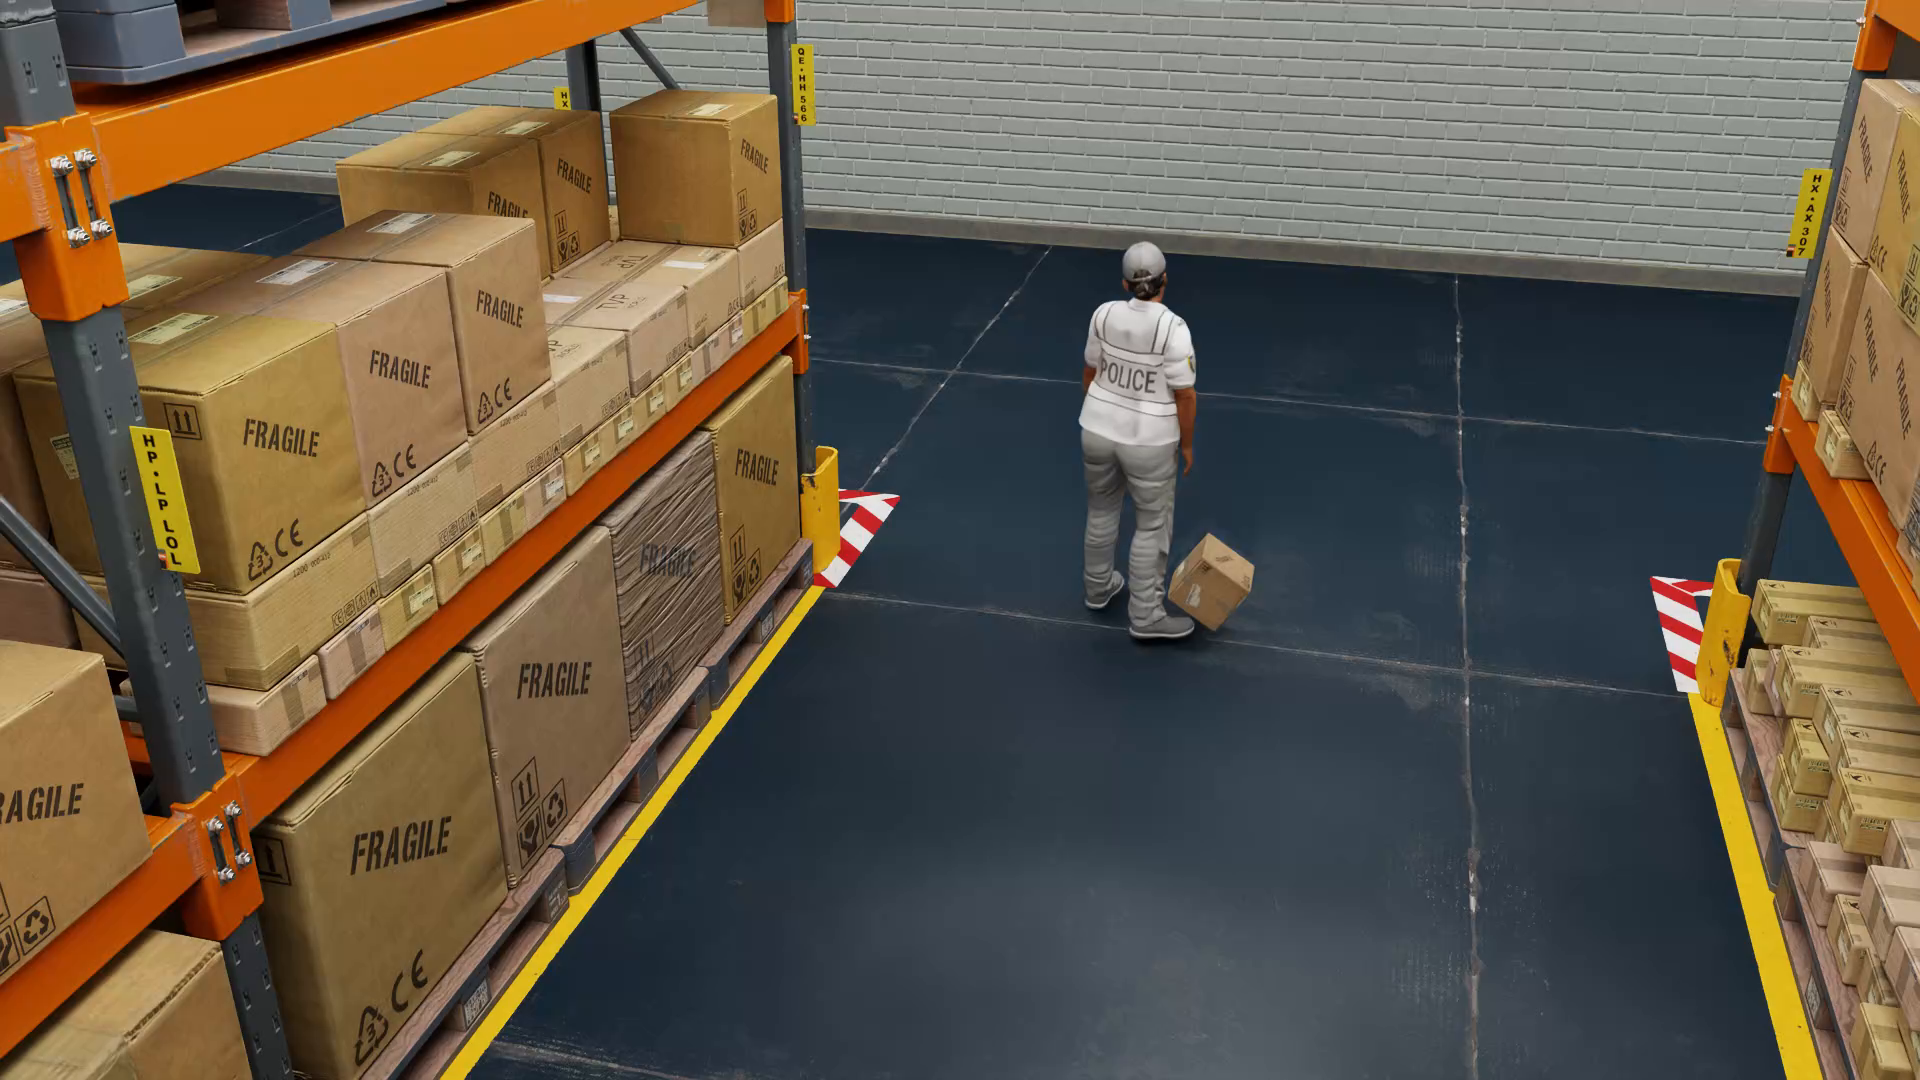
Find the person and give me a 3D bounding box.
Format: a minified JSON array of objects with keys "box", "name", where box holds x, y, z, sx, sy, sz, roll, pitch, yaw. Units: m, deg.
[{"box":[0.754,-0.415,6.927,0.578,1.673,0.445,17,30,31],"name":"person"}]
